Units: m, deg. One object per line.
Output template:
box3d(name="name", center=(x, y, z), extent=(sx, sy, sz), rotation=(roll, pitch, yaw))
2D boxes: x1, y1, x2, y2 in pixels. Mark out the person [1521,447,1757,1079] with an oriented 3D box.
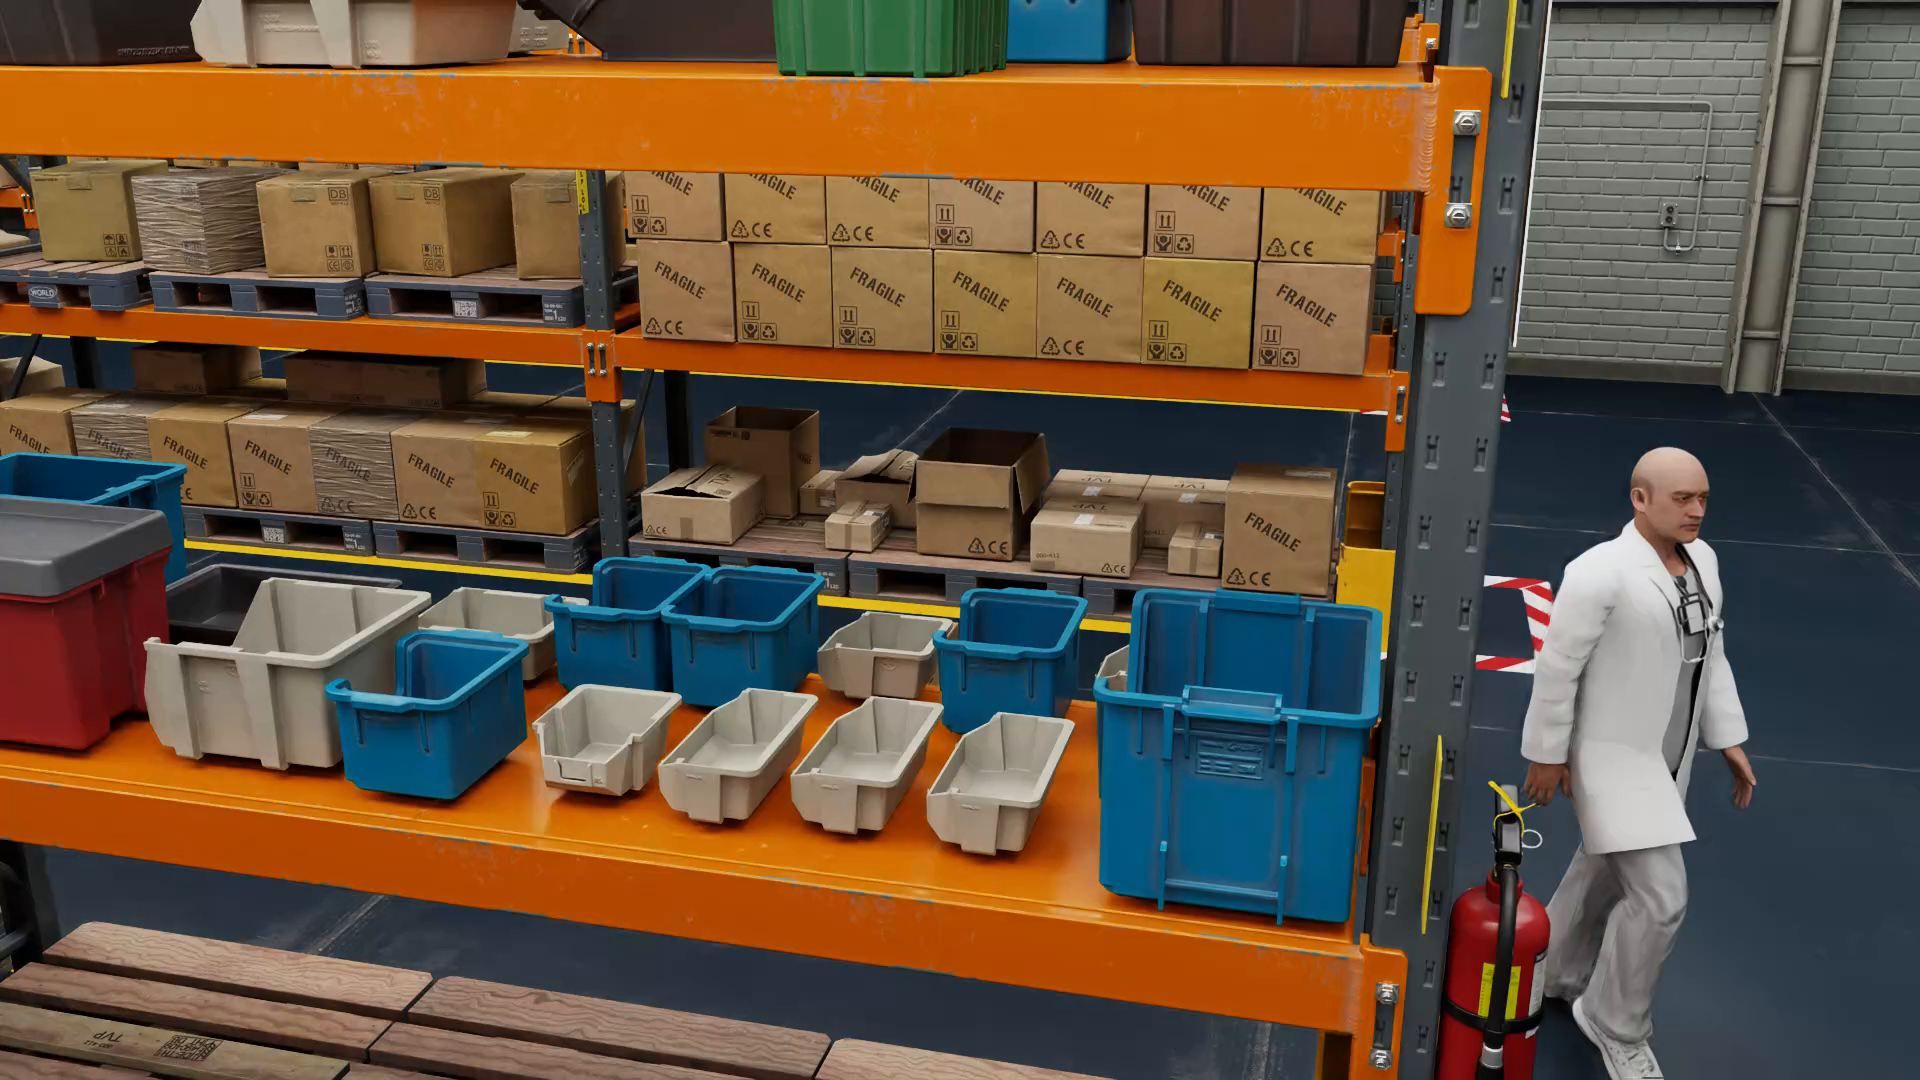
box3d(name="person", center=(1.890, 0.637, 4.643), extent=(0.588, 1.830, 0.608), rotation=(-12, 22, -33))
